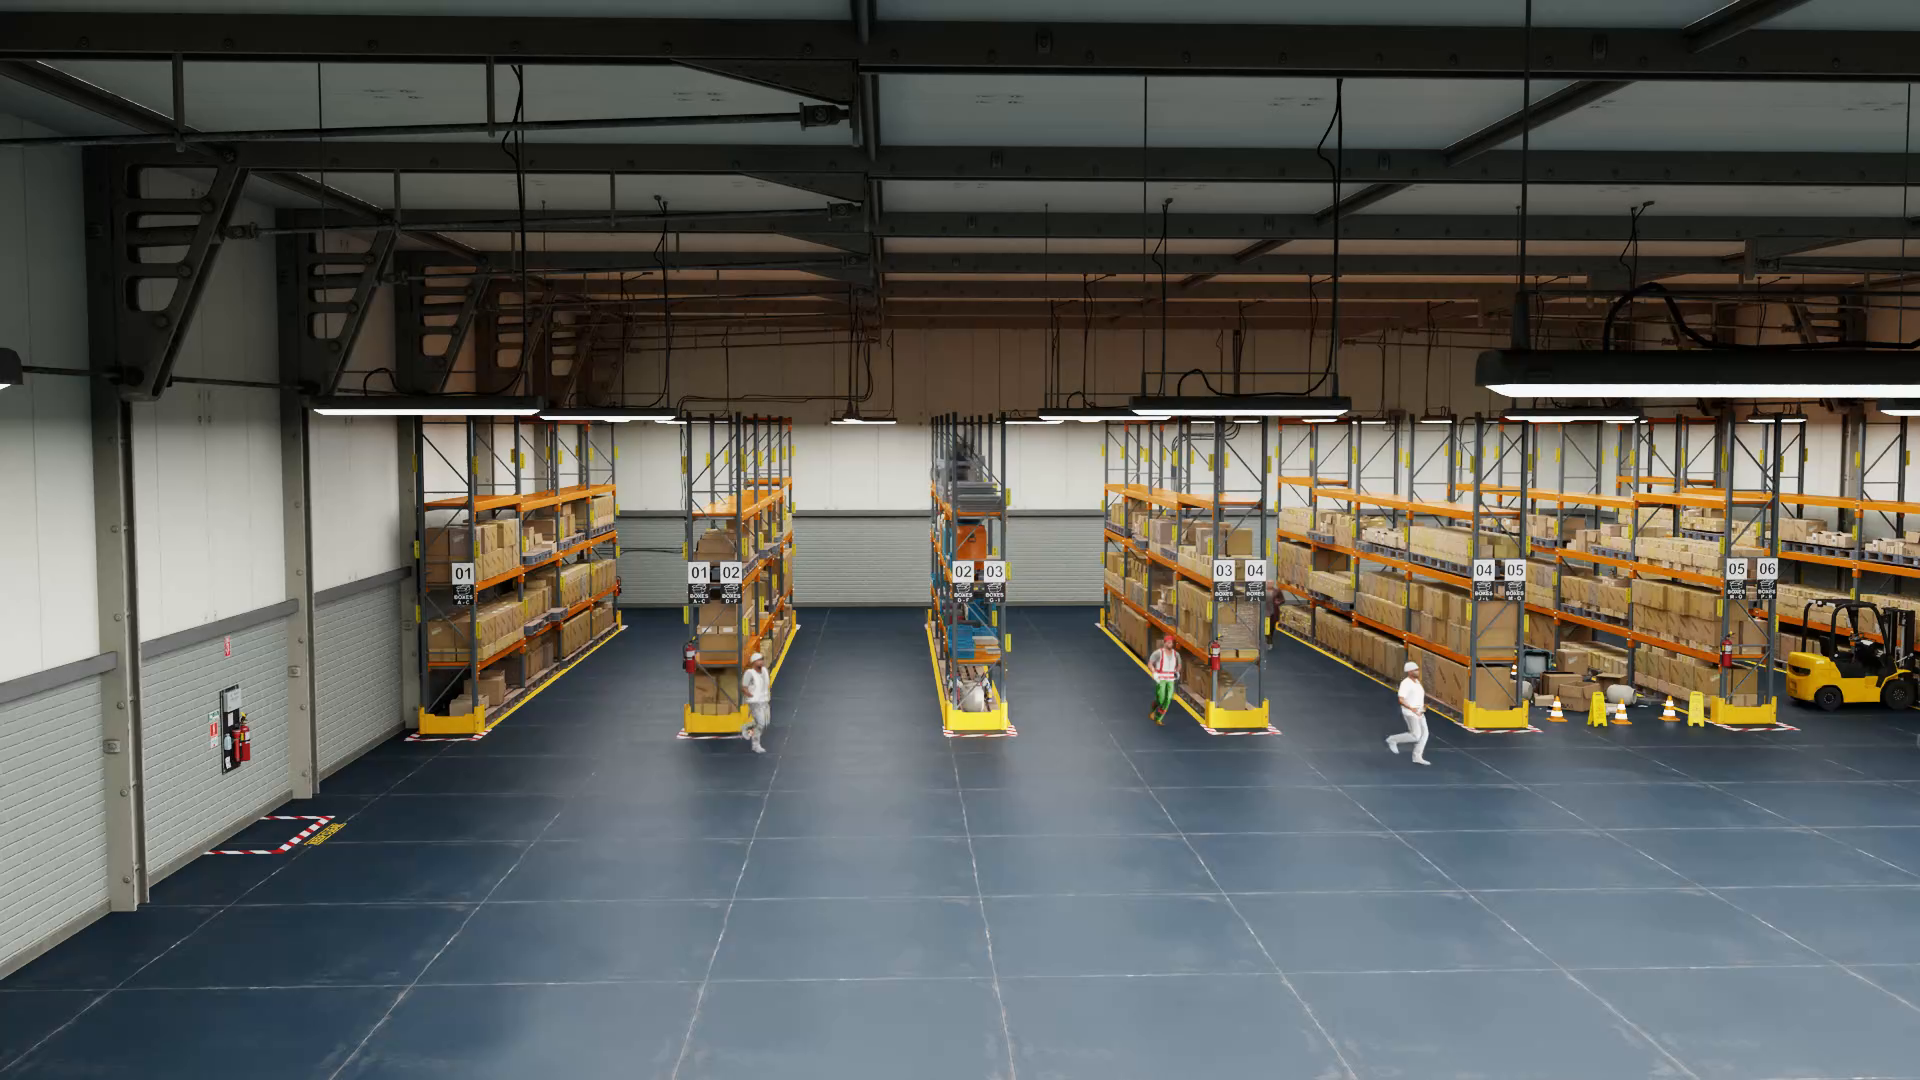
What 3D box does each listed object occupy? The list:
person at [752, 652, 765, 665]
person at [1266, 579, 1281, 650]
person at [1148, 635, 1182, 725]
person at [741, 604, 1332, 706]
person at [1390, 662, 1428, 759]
[{"bbox_3d":[7.510,2.576,29.856,17.732,1.324,22.560,-2,4,-22],"label":"person"},{"bbox_3d":[8.059,1.904,43.020,0.653,1.804,0.988,0,4,3],"label":"person"},{"bbox_3d":[3.956,2.688,31.960,0.678,1.740,0.591,-1,4,-17],"label":"person"},{"bbox_3d":[7.620,2.080,40.793,8.352,1.752,32.048,2,5,32],"label":"person"},{"bbox_3d":[7.665,2.902,28.340,0.623,1.661,0.707,3,5,34],"label":"person"}]
